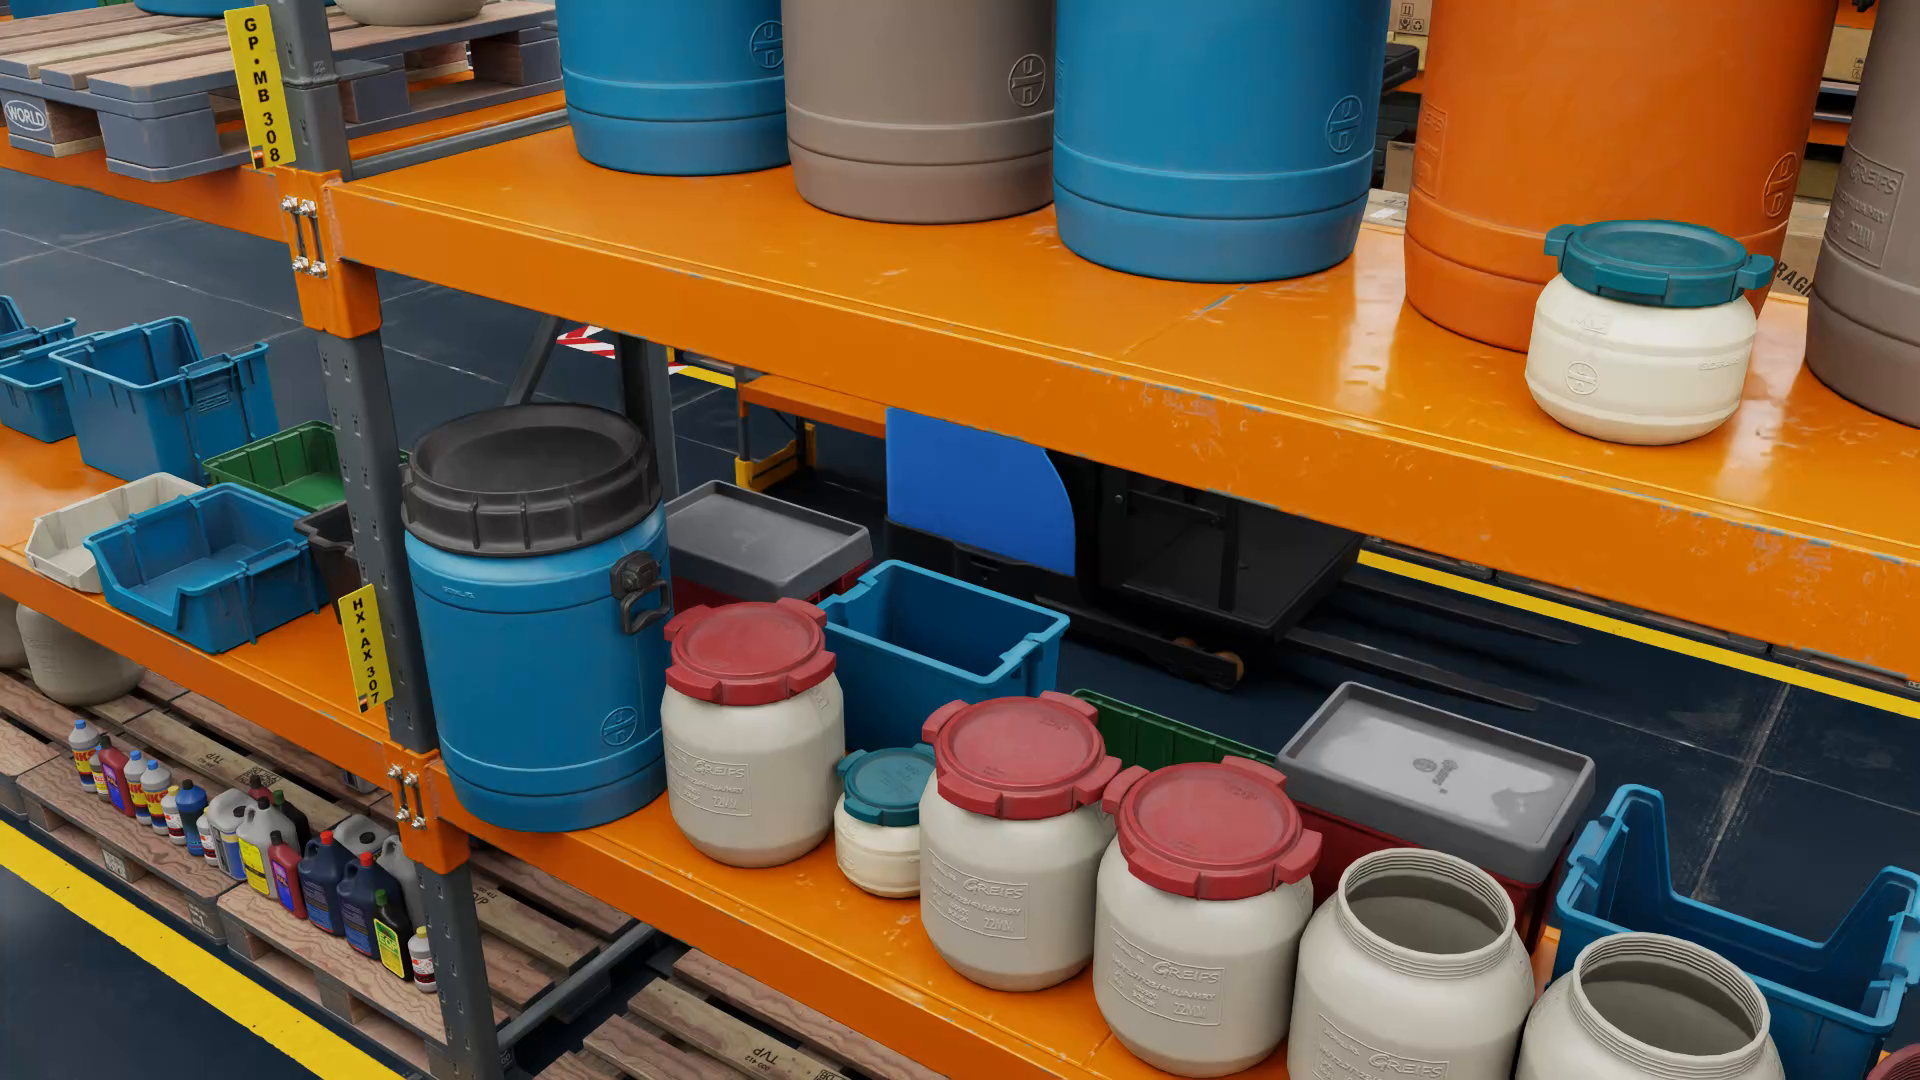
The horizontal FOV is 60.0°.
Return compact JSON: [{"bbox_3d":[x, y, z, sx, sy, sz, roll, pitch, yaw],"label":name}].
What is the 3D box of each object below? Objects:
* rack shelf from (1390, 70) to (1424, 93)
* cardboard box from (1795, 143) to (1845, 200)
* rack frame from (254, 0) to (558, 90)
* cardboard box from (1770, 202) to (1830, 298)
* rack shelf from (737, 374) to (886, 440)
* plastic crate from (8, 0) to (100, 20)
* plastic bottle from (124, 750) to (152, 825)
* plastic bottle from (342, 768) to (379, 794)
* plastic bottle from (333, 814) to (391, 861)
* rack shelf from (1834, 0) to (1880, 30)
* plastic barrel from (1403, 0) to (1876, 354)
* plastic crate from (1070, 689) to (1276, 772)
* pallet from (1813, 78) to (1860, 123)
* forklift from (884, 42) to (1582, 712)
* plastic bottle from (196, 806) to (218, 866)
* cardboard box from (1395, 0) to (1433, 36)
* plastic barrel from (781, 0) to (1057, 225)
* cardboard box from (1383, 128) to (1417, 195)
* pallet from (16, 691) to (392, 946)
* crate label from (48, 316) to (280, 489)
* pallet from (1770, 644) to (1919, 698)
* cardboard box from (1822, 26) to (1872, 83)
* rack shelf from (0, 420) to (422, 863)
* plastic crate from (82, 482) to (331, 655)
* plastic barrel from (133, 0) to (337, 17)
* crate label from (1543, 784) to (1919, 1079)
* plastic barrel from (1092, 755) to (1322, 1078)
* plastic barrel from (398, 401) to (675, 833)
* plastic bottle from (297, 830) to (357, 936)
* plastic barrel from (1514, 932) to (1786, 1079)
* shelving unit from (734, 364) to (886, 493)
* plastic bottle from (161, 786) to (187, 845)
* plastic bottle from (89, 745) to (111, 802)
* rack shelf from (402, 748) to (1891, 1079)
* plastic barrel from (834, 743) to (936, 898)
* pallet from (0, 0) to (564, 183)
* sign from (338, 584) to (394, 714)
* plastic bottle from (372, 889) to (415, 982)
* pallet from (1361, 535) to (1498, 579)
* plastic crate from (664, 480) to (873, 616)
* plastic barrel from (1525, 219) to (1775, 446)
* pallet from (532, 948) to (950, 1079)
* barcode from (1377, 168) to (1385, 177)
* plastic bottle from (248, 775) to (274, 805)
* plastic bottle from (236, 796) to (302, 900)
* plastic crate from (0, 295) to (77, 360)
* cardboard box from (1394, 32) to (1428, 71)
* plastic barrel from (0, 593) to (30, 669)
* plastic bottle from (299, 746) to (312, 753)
[{"bbox_3d":[2.815,-3.706,13.019,4.000,0.370,1.077,17,32,30],"label":"rack shelf"},{"bbox_3d":[5.876,-2.503,11.305,0.500,0.250,0.500,16,31,29],"label":"cardboard box"},{"bbox_3d":[-1.145,-2.483,3.208,0.127,3.000,1.000,17,32,30],"label":"rack frame"},{"bbox_3d":[3.567,-1.103,6.999,0.500,0.500,0.500,15,31,28],"label":"cardboard box"},{"bbox_3d":[-0.557,-0.676,8.321,1.000,0.185,0.538,17,31,30],"label":"rack shelf"},{"bbox_3d":[-2.700,-1.789,5.169,0.575,0.384,0.392,17,32,30],"label":"plastic crate"},{"bbox_3d":[-2.842,0.853,5.789,0.097,0.271,0.097,0,27,0],"label":"plastic bottle"},{"bbox_3d":[-2.145,0.750,5.987,0.135,0.276,0.152,17,32,30],"label":"plastic bottle"},{"bbox_3d":[-1.934,1.039,5.418,0.135,0.276,0.152,17,32,30],"label":"plastic bottle"},{"bbox_3d":[3.311,-2.163,6.679,4.000,0.370,1.077,17,32,30],"label":"rack shelf"},{"bbox_3d":[1.059,-0.771,2.676,0.708,0.830,0.600,17,32,30],"label":"plastic barrel"},{"bbox_3d":[0.450,0.627,3.945,0.662,0.188,0.450,17,32,30],"label":"plastic crate"},{"bbox_3d":[6.106,-2.894,10.841,1.213,0.211,1.003,17,32,30],"label":"pallet"},{"bbox_3d":[1.155,-0.950,6.884,3.031,2.935,1.130,17,31,30],"label":"forklift"},{"bbox_3d":[-2.508,0.988,5.601,0.097,0.201,0.097,0,27,0],"label":"plastic bottle"},{"bbox_3d":[3.484,-3.922,11.965,0.500,0.500,0.500,17,32,30],"label":"cardboard box"},{"bbox_3d":[-0.064,-1.152,3.347,0.600,0.901,0.600,0,27,0],"label":"plastic barrel"},{"bbox_3d":[3.586,-2.847,12.808,0.500,0.500,0.500,15,30,27],"label":"cardboard box"},{"bbox_3d":[-2.685,0.932,6.186,1.213,0.211,1.003,17,32,30],"label":"pallet"},{"bbox_3d":[-2.772,-0.481,5.849,0.616,0.435,0.502,17,32,30],"label":"crate label"},{"bbox_3d":[4.303,0.383,7.264,1.213,0.211,1.003,17,32,30],"label":"pallet"},{"bbox_3d":[5.881,-3.307,10.846,0.500,0.500,0.700,23,35,37],"label":"cardboard box"},{"bbox_3d":[-2.794,-0.003,5.741,4.000,0.370,1.077,17,32,30],"label":"rack shelf"},{"bbox_3d":[-2.211,0.074,4.961,0.616,0.251,0.499,17,32,30],"label":"plastic crate"},{"bbox_3d":[-1.905,-1.853,4.260,0.708,0.901,0.600,17,32,30],"label":"plastic barrel"},{"bbox_3d":[1.486,0.846,3.242,0.616,0.435,0.502,17,32,30],"label":"crate label"},{"bbox_3d":[0.481,0.757,3.305,0.433,0.535,0.433,0,27,0],"label":"plastic barrel"},{"bbox_3d":[-0.998,0.179,4.037,0.708,0.901,0.600,17,32,30],"label":"plastic barrel"},{"bbox_3d":[-1.997,1.068,5.280,0.185,0.351,0.144,16,31,28],"label":"plastic bottle"},{"bbox_3d":[1.183,0.983,2.887,0.421,0.512,0.421,0,27,0],"label":"plastic barrel"},{"bbox_3d":[-0.550,-0.834,8.235,1.083,1.500,0.587,17,31,30],"label":"shelving unit"},{"bbox_3d":[-2.678,0.936,5.705,0.097,0.201,0.097,0,27,0],"label":"plastic bottle"},{"bbox_3d":[-3.039,0.823,5.926,0.097,0.201,0.097,0,27,0],"label":"plastic bottle"},{"bbox_3d":[0.503,1.025,3.723,4.000,0.370,1.077,17,32,30],"label":"rack shelf"},{"bbox_3d":[-0.141,0.649,3.819,0.301,0.262,0.301,0,27,0],"label":"plastic barrel"},{"bbox_3d":[-1.795,-1.211,4.223,1.003,0.211,1.213,17,32,30],"label":"pallet"},{"bbox_3d":[-1.466,0.270,4.107,0.005,0.325,0.100,17,32,30],"label":"sign"},{"bbox_3d":[-1.729,1.205,5.085,0.133,0.283,0.061,19,33,33],"label":"plastic bottle"},{"bbox_3d":[2.292,-0.243,8.495,1.213,0.211,1.003,17,32,30],"label":"pallet"},{"bbox_3d":[-0.573,0.172,4.535,0.583,0.464,0.402,17,32,30],"label":"plastic crate"},{"bbox_3d":[0.971,-0.297,2.372,0.301,0.262,0.301,0,27,0],"label":"plastic barrel"},{"bbox_3d":[-0.476,1.620,4.833,1.213,0.211,1.003,17,32,30],"label":"pallet"},{"bbox_3d":[3.343,-2.926,13.228,0.075,0.075,0.001,17,32,30],"label":"barcode"},{"bbox_3d":[-2.336,0.932,5.621,0.133,0.283,0.061,17,32,30],"label":"plastic bottle"},{"bbox_3d":[-2.264,0.985,5.443,0.185,0.351,0.144,17,32,30],"label":"plastic bottle"},{"bbox_3d":[-3.860,-0.754,6.588,0.616,0.251,0.499,17,32,30],"label":"plastic crate"},{"bbox_3d":[3.496,-3.595,12.150,0.500,0.250,0.500,17,32,31],"label":"cardboard box"},{"bbox_3d":[-3.857,0.225,6.780,0.421,0.512,0.421,0,27,0],"label":"plastic barrel"},{"bbox_3d":[-2.429,0.684,6.199,0.097,0.201,0.097,0,27,0],"label":"plastic bottle"}]
